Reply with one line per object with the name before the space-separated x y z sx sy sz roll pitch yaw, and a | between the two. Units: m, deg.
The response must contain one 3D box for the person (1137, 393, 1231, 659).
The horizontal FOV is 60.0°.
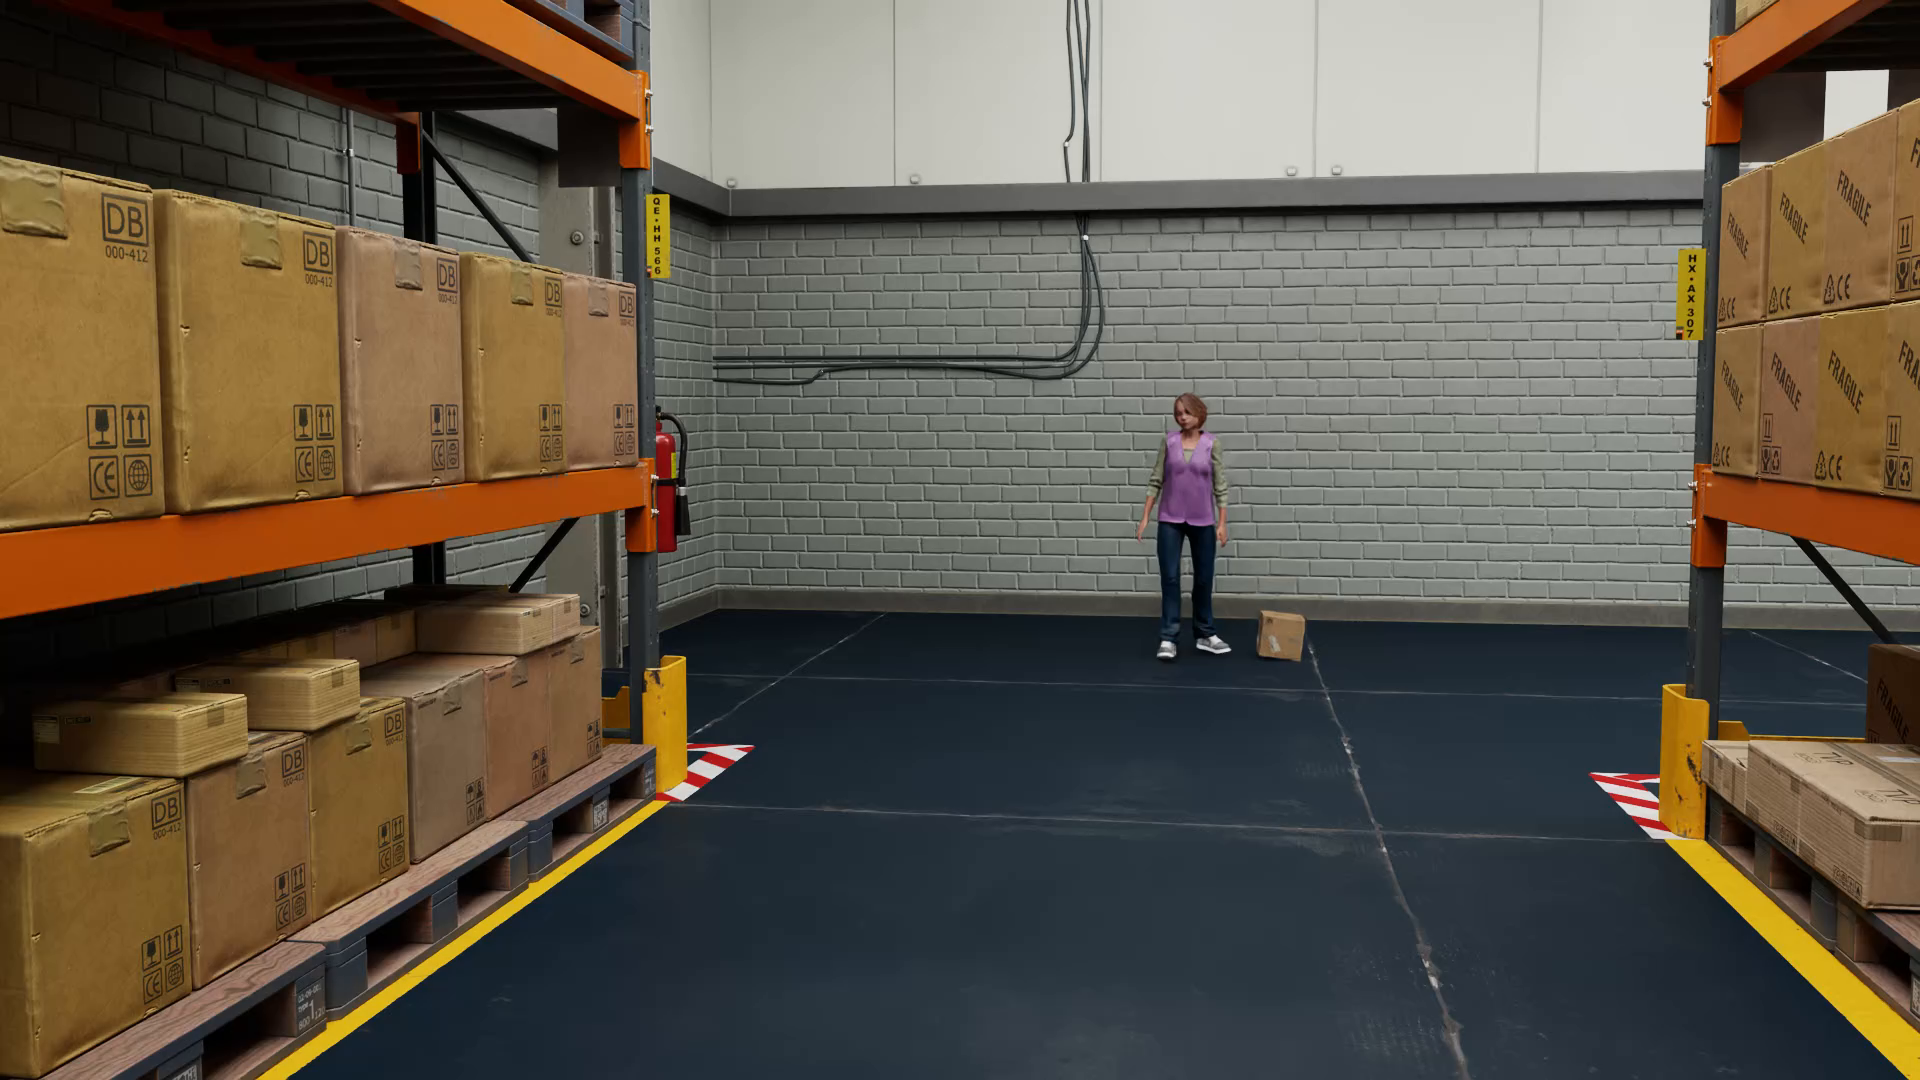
person | 1.360 -0.088 10.042 0.572 1.580 0.528 1 5 8
